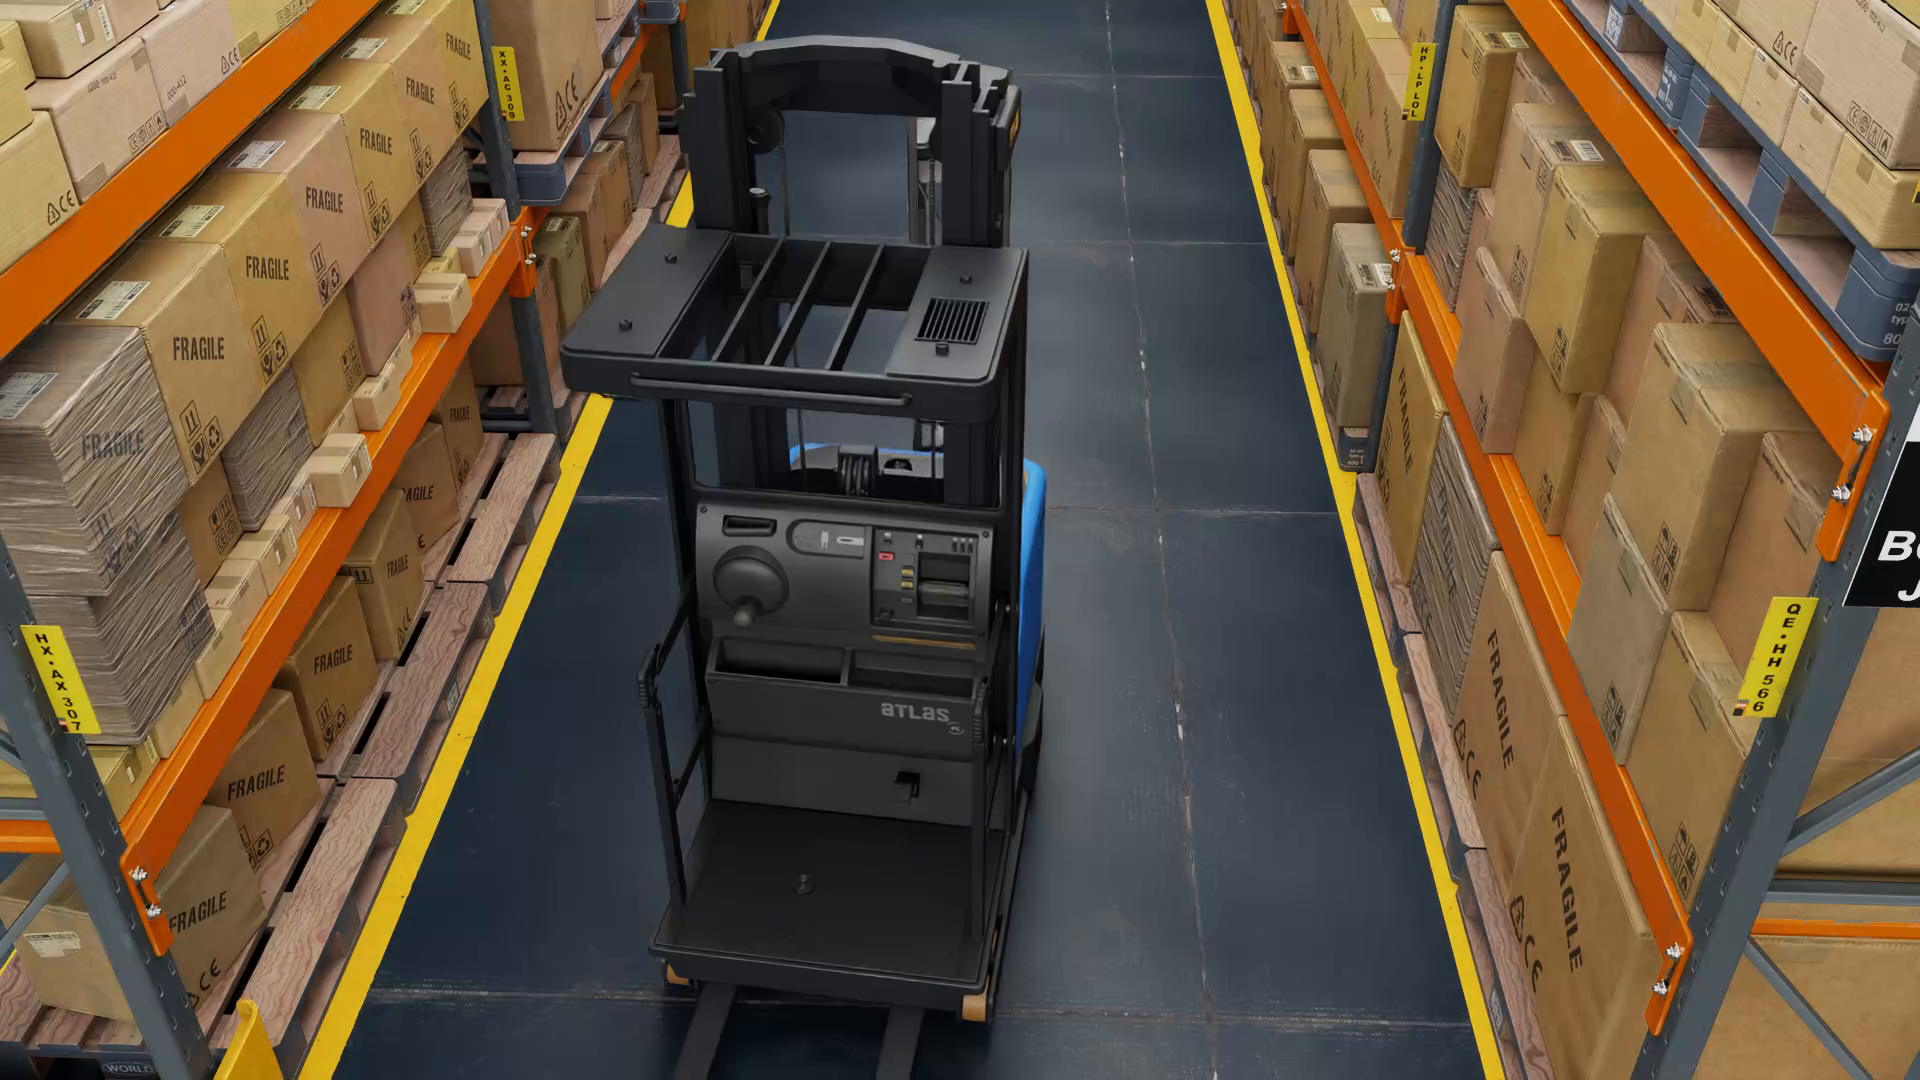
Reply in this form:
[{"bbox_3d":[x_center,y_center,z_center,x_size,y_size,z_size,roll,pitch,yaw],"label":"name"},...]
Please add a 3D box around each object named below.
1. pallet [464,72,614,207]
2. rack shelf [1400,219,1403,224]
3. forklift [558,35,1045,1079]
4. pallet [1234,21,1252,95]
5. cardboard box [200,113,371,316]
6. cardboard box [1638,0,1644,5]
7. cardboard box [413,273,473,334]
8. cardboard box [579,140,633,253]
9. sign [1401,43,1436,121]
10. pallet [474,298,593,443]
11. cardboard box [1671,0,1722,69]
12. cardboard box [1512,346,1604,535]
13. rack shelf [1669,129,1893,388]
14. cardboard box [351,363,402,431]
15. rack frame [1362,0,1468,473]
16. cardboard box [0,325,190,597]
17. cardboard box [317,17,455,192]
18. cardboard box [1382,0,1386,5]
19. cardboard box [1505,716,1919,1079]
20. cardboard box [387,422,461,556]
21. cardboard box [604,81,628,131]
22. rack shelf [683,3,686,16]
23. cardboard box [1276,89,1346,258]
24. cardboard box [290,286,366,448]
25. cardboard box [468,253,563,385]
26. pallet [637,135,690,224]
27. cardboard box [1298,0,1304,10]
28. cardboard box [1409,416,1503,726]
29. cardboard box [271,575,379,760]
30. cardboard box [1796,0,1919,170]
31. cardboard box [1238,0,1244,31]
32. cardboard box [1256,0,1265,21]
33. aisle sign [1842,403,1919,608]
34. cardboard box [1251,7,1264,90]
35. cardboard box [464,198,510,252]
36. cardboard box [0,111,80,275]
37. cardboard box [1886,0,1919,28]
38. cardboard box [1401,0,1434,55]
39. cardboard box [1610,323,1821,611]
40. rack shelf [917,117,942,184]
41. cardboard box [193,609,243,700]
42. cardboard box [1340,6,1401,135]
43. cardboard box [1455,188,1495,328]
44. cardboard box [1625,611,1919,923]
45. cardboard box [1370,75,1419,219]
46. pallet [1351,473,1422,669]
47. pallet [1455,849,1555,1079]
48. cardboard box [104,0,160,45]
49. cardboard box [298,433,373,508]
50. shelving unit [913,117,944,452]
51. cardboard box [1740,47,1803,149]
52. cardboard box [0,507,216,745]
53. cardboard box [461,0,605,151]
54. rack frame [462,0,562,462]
[{"bbox_3d":[-2.325,-1.982,8.129,1.003,0.211,1.213,1,35,2],"label":"pallet"},{"bbox_3d":[2.532,-2.387,8.994,0.919,0.124,3.809,1,35,2],"label":"rack shelf"},{"bbox_3d":[-0.396,0.165,4.966,1.121,2.935,3.031,5,35,7],"label":"forklift"},{"bbox_3d":[2.697,-3.758,12.913,1.003,0.211,1.213,1,35,2],"label":"pallet"},{"bbox_3d":[-2.307,-1.070,5.449,0.500,0.500,0.500,1,35,2],"label":"cardboard box"},{"bbox_3d":[2.027,-1.567,4.528,0.380,0.149,0.250,2,35,2],"label":"cardboard box"},{"bbox_3d":[-2.204,-0.960,6.726,0.380,0.149,0.250,1,35,2],"label":"cardboard box"},{"bbox_3d":[-2.372,-2.050,9.850,0.700,0.500,0.500,4,35,6],"label":"cardboard box"},{"bbox_3d":[1.909,-1.901,6.908,0.100,0.325,0.005,1,35,2],"label":"sign"},{"bbox_3d":[-2.471,-0.932,8.892,1.003,0.211,1.213,1,35,2],"label":"pallet"},{"bbox_3d":[2.006,-1.275,4.113,0.380,0.149,0.250,1,35,1],"label":"cardboard box"},{"bbox_3d":[2.389,-0.371,5.538,0.875,0.550,0.500,1,35,2],"label":"cardboard box"},{"bbox_3d":[2.371,-1.316,4.861,0.919,0.124,3.809,1,35,2],"label":"rack shelf"},{"bbox_3d":[-2.290,-0.530,6.115,0.380,0.149,0.250,1,35,2],"label":"cardboard box"},{"bbox_3d":[2.451,-1.452,7.208,1.000,3.000,0.127,1,35,2],"label":"rack frame"},{"bbox_3d":[-2.367,-0.208,4.222,0.500,0.500,0.500,1,35,2],"label":"cardboard box"},{"bbox_3d":[-2.262,-1.645,6.266,0.500,0.500,0.500,1,35,2],"label":"cardboard box"},{"bbox_3d":[2.526,-3.064,8.544,0.700,0.500,0.500,1,35,1],"label":"cardboard box"},{"bbox_3d":[2.252,1.152,4.985,0.875,0.875,0.875,2,35,2],"label":"cardboard box"},{"bbox_3d":[-2.710,-0.194,5.714,1.144,2.239,2.984,12,37,17],"label":"cardboard box"},{"bbox_3d":[-2.348,-2.697,10.117,0.500,0.250,0.500,5,35,7],"label":"cardboard box"},{"bbox_3d":[-2.260,-4.778,12.565,1.077,0.370,4.000,1,35,2],"label":"rack shelf"},{"bbox_3d":[2.466,-2.152,9.794,1.050,0.750,0.750,2,35,3],"label":"cardboard box"},{"bbox_3d":[-2.609,-0.711,5.936,0.875,0.649,0.860,1,35,2],"label":"cardboard box"},{"bbox_3d":[-2.454,-1.135,8.547,0.700,0.500,0.500,-1,35,-2],"label":"cardboard box"},{"bbox_3d":[-2.373,-2.333,10.887,1.003,0.211,1.213,1,35,2],"label":"pallet"},{"bbox_3d":[2.324,-3.540,10.091,0.500,0.500,0.500,2,35,2],"label":"cardboard box"},{"bbox_3d":[2.324,0.123,6.449,0.875,0.875,0.875,2,35,2],"label":"cardboard box"},{"bbox_3d":[-2.586,0.462,6.292,0.500,0.500,0.500,4,35,6],"label":"cardboard box"},{"bbox_3d":[2.031,-0.942,3.293,0.500,0.250,0.500,2,35,3],"label":"cardboard box"},{"bbox_3d":[2.451,-4.174,12.889,0.500,0.500,0.500,2,35,3],"label":"cardboard box"},{"bbox_3d":[2.387,-3.896,11.841,0.500,0.250,0.500,2,35,3],"label":"cardboard box"},{"bbox_3d":[1.988,-0.184,3.142,0.394,0.787,0.004,1,35,2],"label":"aisle sign"},{"bbox_3d":[2.402,-3.582,12.047,0.500,0.500,0.500,3,35,4],"label":"cardboard box"},{"bbox_3d":[-2.215,-1.392,7.340,0.380,0.149,0.250,1,35,2],"label":"cardboard box"},{"bbox_3d":[-2.384,-0.764,3.750,0.500,0.250,0.500,2,35,3],"label":"cardboard box"},{"bbox_3d":[1.965,-1.019,3.055,0.380,0.149,0.250,2,35,2],"label":"cardboard box"},{"bbox_3d":[2.484,-2.483,7.718,0.700,0.500,0.500,1,35,1],"label":"cardboard box"},{"bbox_3d":[2.274,-0.188,4.339,0.875,0.550,0.550,1,35,2],"label":"cardboard box"},{"bbox_3d":[0.007,-1.628,6.808,0.368,0.174,0.457,1,35,2],"label":"rack shelf"},{"bbox_3d":[-2.357,0.331,4.889,0.380,0.149,0.250,1,35,2],"label":"cardboard box"},{"bbox_3d":[2.246,-2.380,8.441,0.500,0.500,0.500,2,35,2],"label":"cardboard box"},{"bbox_3d":[2.449,-0.985,6.412,0.875,0.550,0.550,1,35,2],"label":"cardboard box"},{"bbox_3d":[2.260,0.570,4.200,0.875,0.550,0.550,1,35,2],"label":"cardboard box"},{"bbox_3d":[2.205,-1.799,7.615,0.500,0.500,0.500,1,35,2],"label":"cardboard box"},{"bbox_3d":[2.343,0.124,7.391,1.003,0.211,1.213,1,35,2],"label":"pallet"},{"bbox_3d":[2.245,1.525,5.396,1.003,0.211,1.213,1,35,2],"label":"pallet"},{"bbox_3d":[-2.329,-1.398,4.305,0.380,0.149,0.250,1,35,2],"label":"cardboard box"},{"bbox_3d":[-2.254,-0.242,5.704,0.380,0.149,0.250,1,35,2],"label":"cardboard box"},{"bbox_3d":[5.825,-2.156,6.256,12.070,5.092,0.667,1,35,2],"label":"shelving unit"},{"bbox_3d":[1.986,-0.983,3.697,0.380,0.149,0.250,2,35,3],"label":"cardboard box"},{"bbox_3d":[-2.612,0.195,4.518,0.875,0.500,0.500,1,35,2],"label":"cardboard box"},{"bbox_3d":[-2.329,-2.496,7.805,1.000,1.000,1.000,2,35,2],"label":"cardboard box"},{"bbox_3d":[-2.501,-1.625,7.454,1.000,3.000,0.127,1,35,2],"label":"rack frame"}]
